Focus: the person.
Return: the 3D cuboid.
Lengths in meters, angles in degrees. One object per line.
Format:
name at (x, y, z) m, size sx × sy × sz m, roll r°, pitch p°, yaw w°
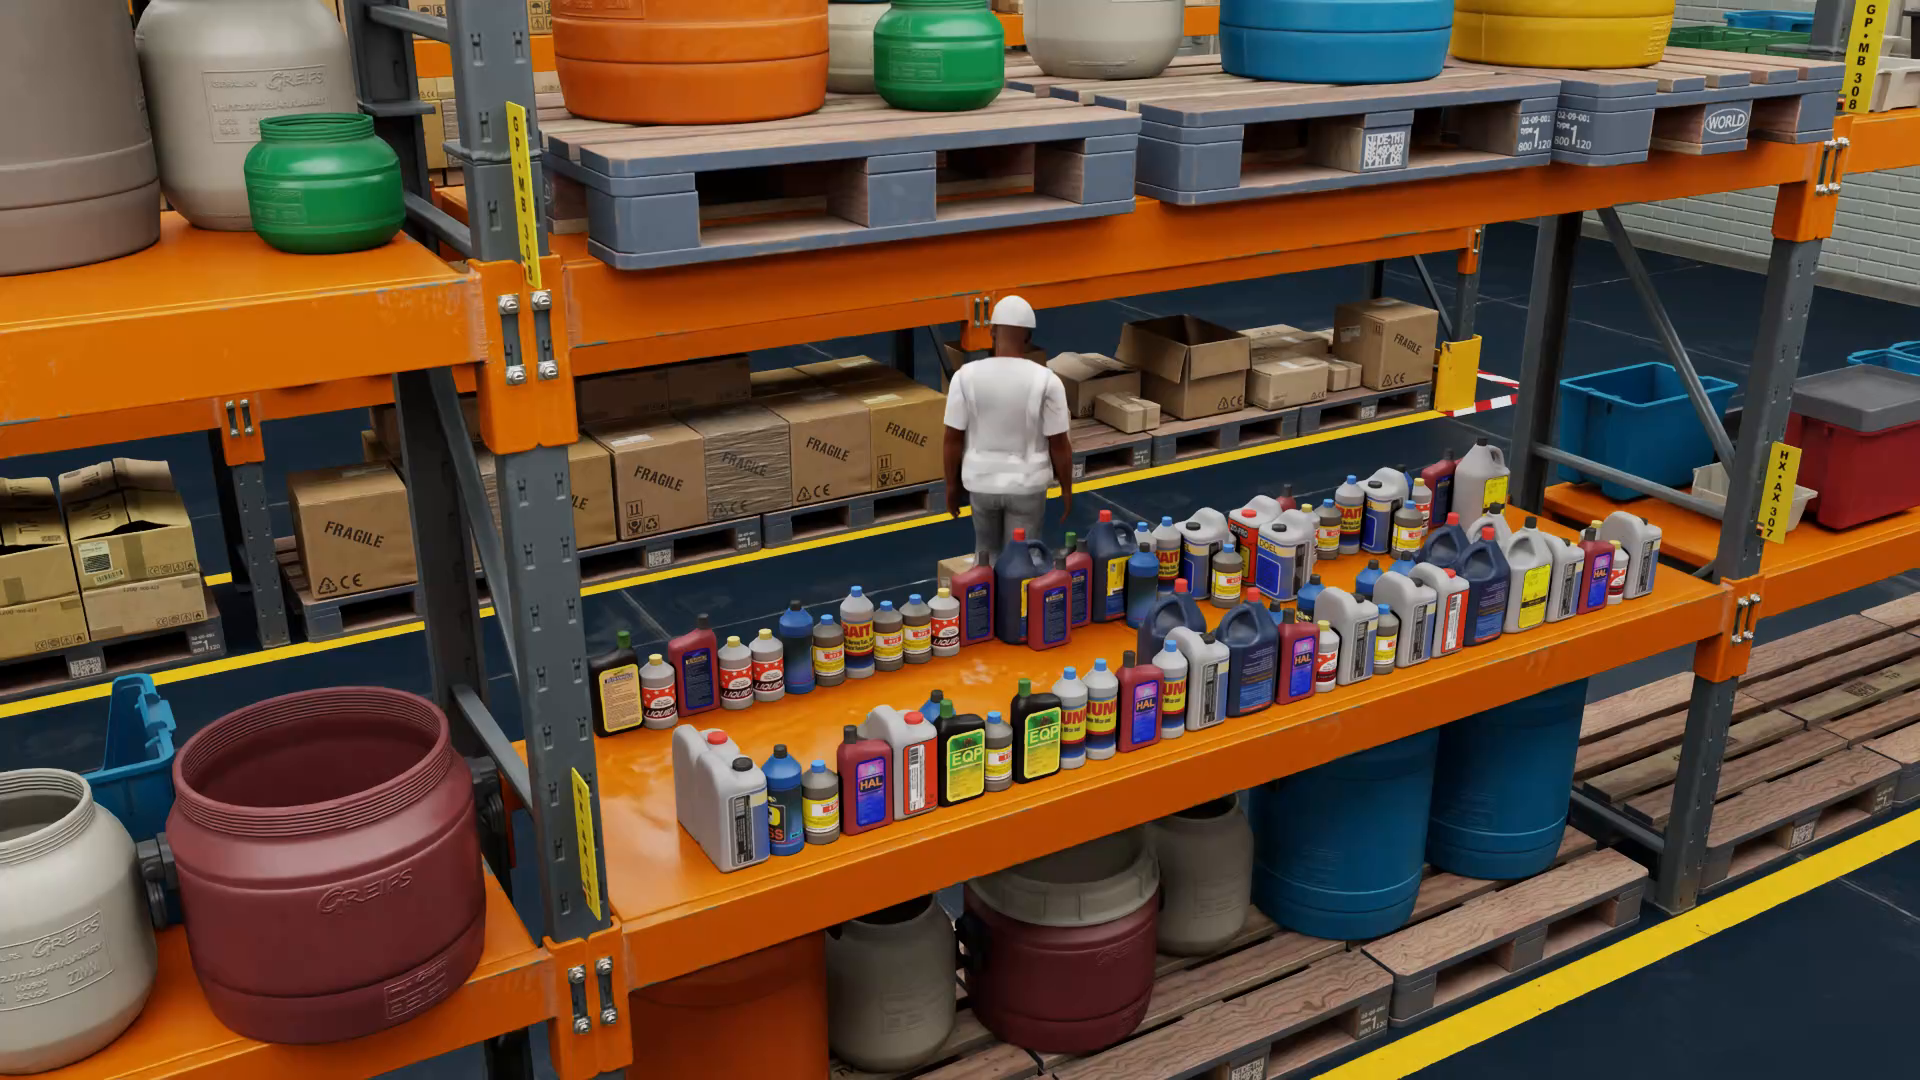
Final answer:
person at (0.248, -0.261, 7.743) m, size 0.589 × 1.812 × 0.523 m, roll 6°, pitch 22°, yaw 14°
